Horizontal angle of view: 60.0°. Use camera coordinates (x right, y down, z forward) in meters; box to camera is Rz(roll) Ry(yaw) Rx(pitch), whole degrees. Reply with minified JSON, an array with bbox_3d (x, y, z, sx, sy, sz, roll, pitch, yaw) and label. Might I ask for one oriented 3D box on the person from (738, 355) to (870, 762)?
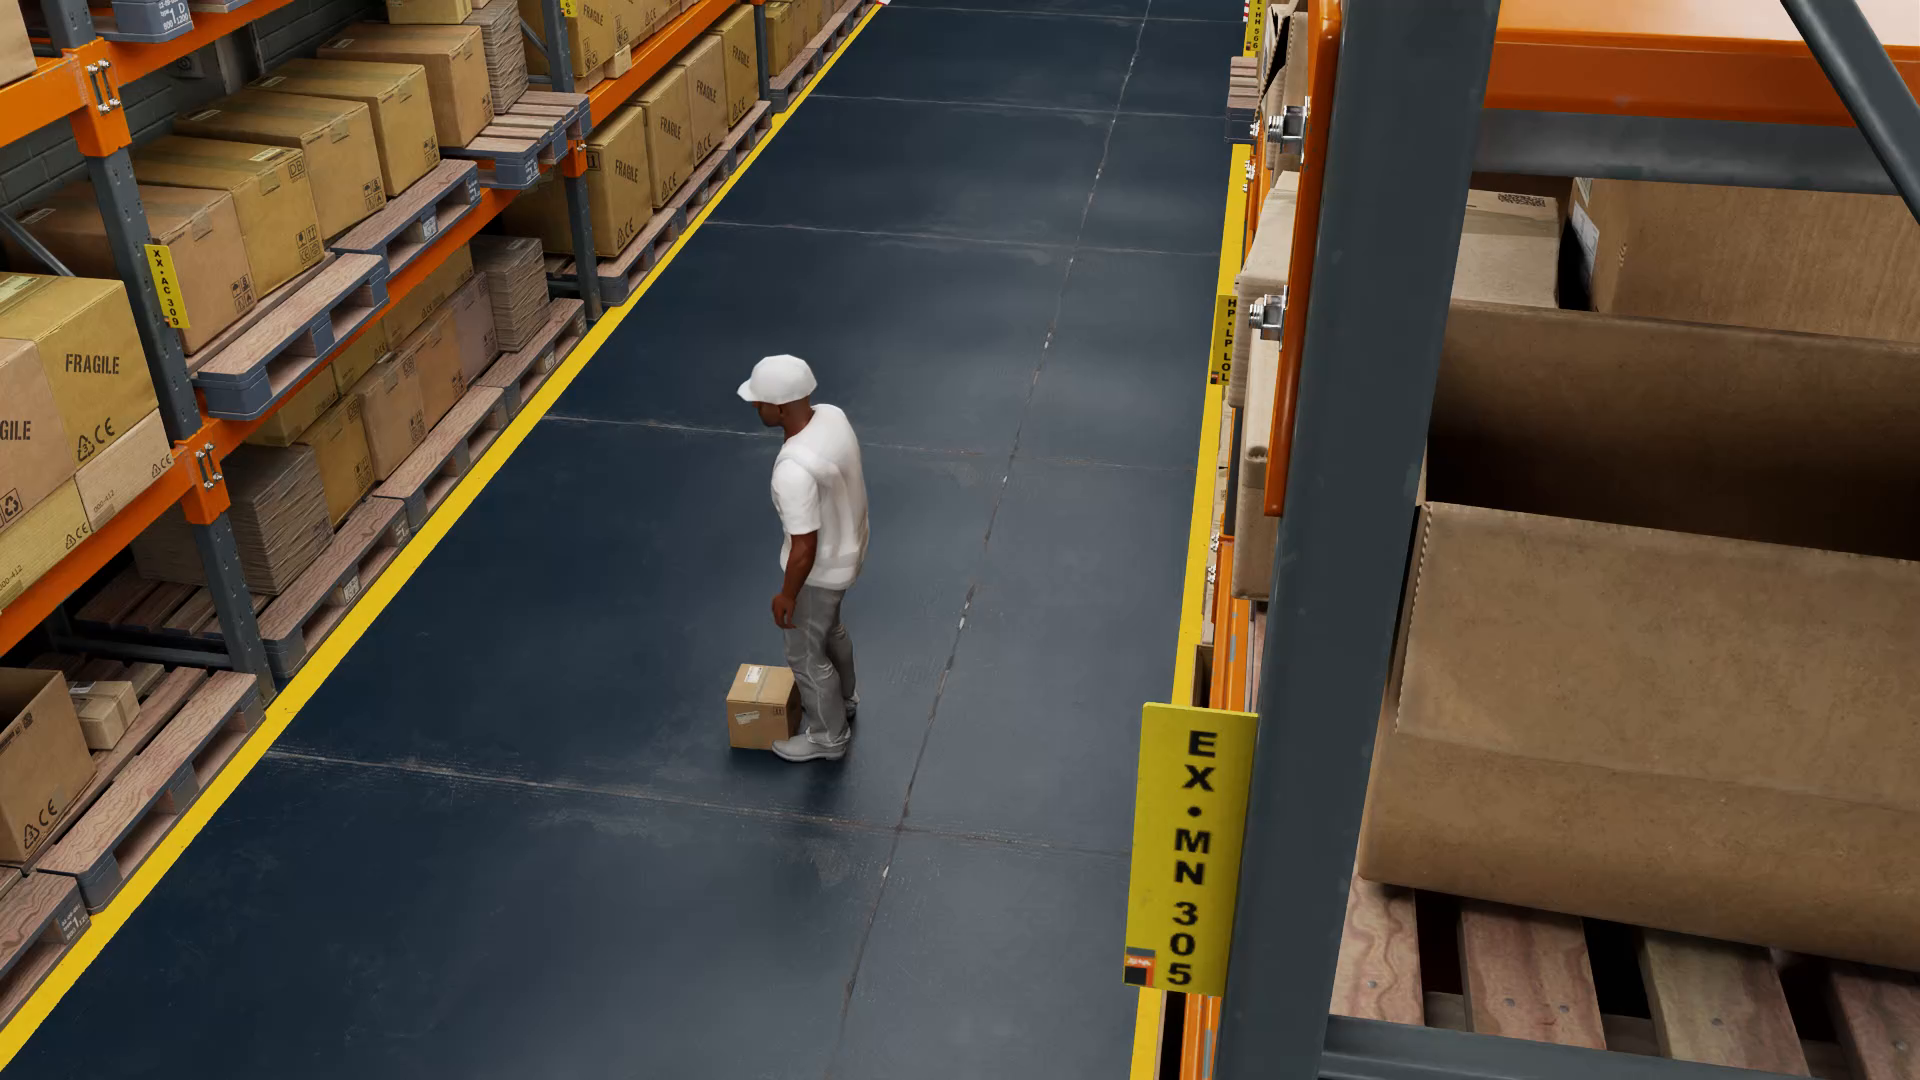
[{"bbox_3d":[-0.586,0.072,6.505,0.456,1.761,0.628,5,33,9],"label":"person"}]
